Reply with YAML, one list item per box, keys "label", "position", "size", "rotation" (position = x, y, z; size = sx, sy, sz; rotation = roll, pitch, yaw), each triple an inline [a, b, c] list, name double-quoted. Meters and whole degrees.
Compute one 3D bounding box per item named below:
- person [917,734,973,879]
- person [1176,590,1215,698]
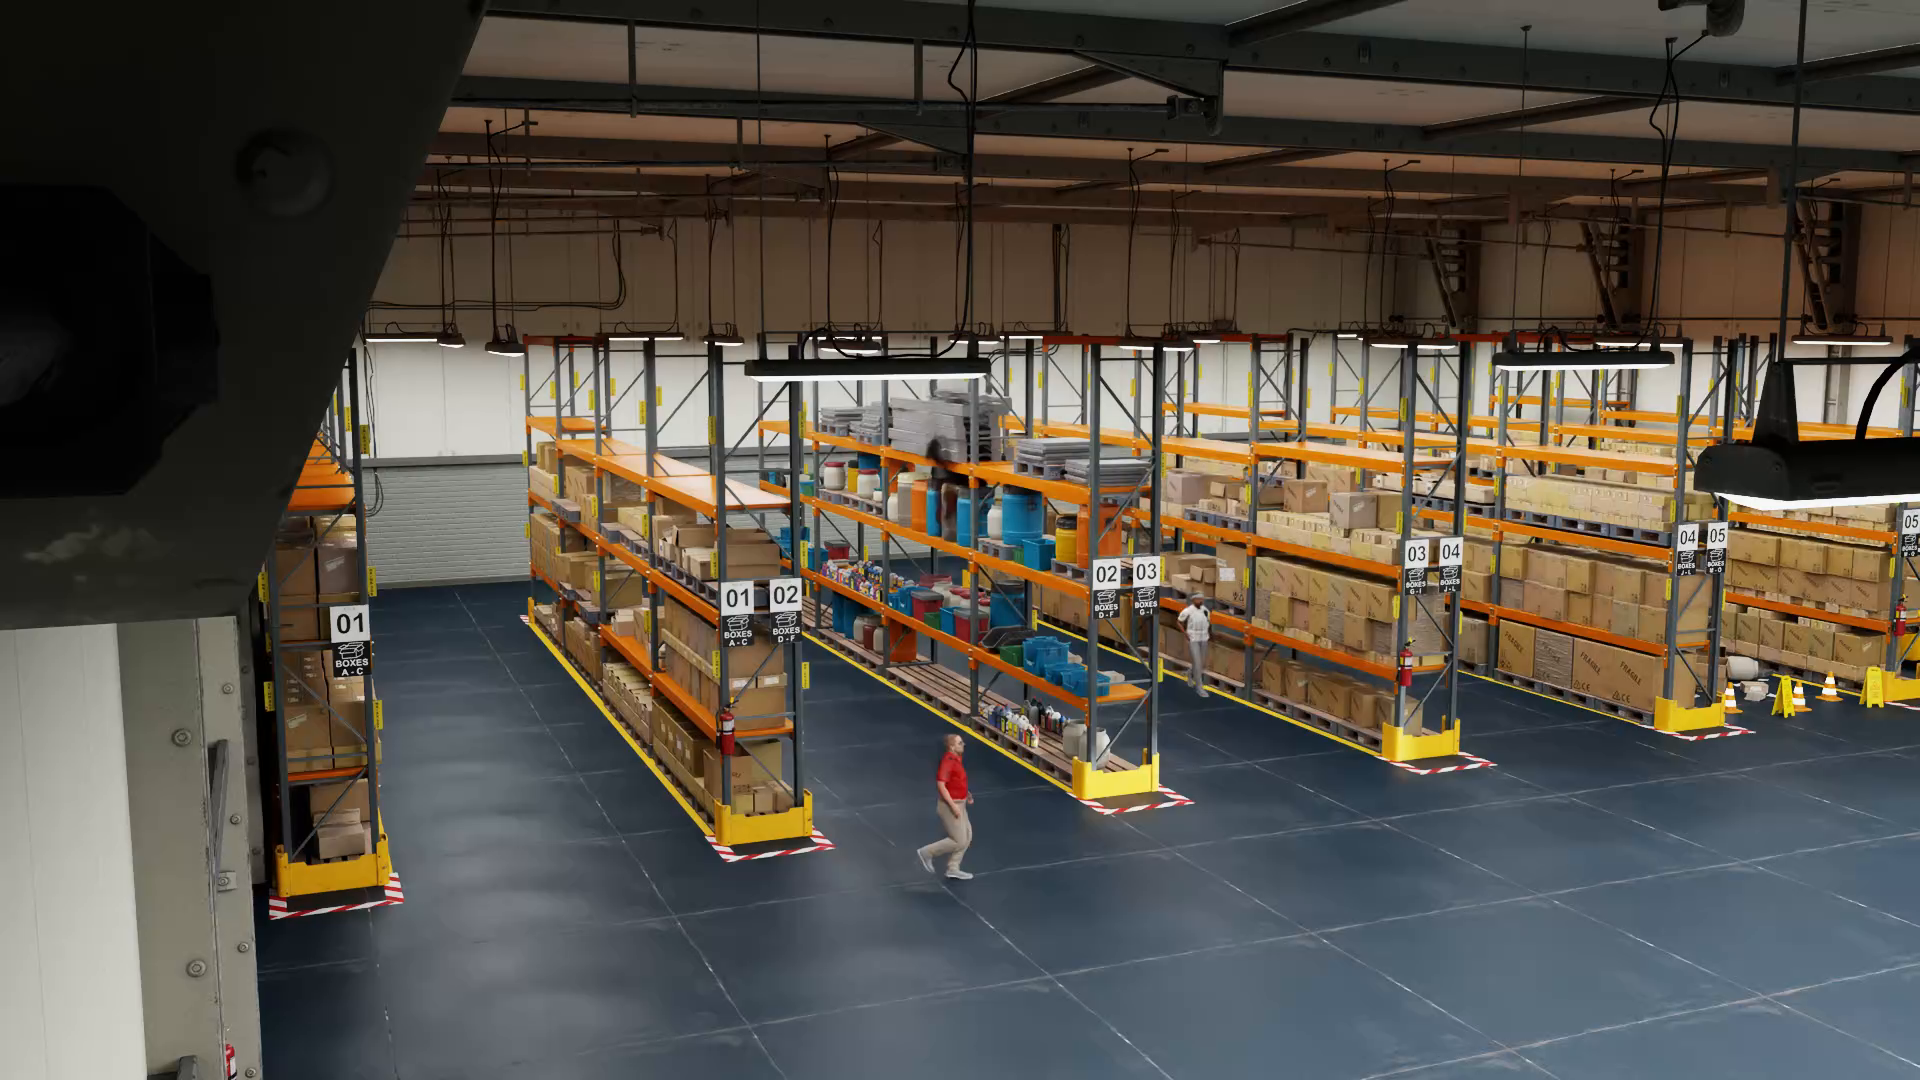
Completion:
- label: "person"
  position: [-0.166, 3.020, 18.783]
  size: [0.625, 1.696, 0.692]
  rotation: [0, 8, 3]
- label: "person"
  position: [3.832, 1.645, 26.947]
  size: [0.578, 1.708, 0.732]
  rotation: [-3, 8, -22]
